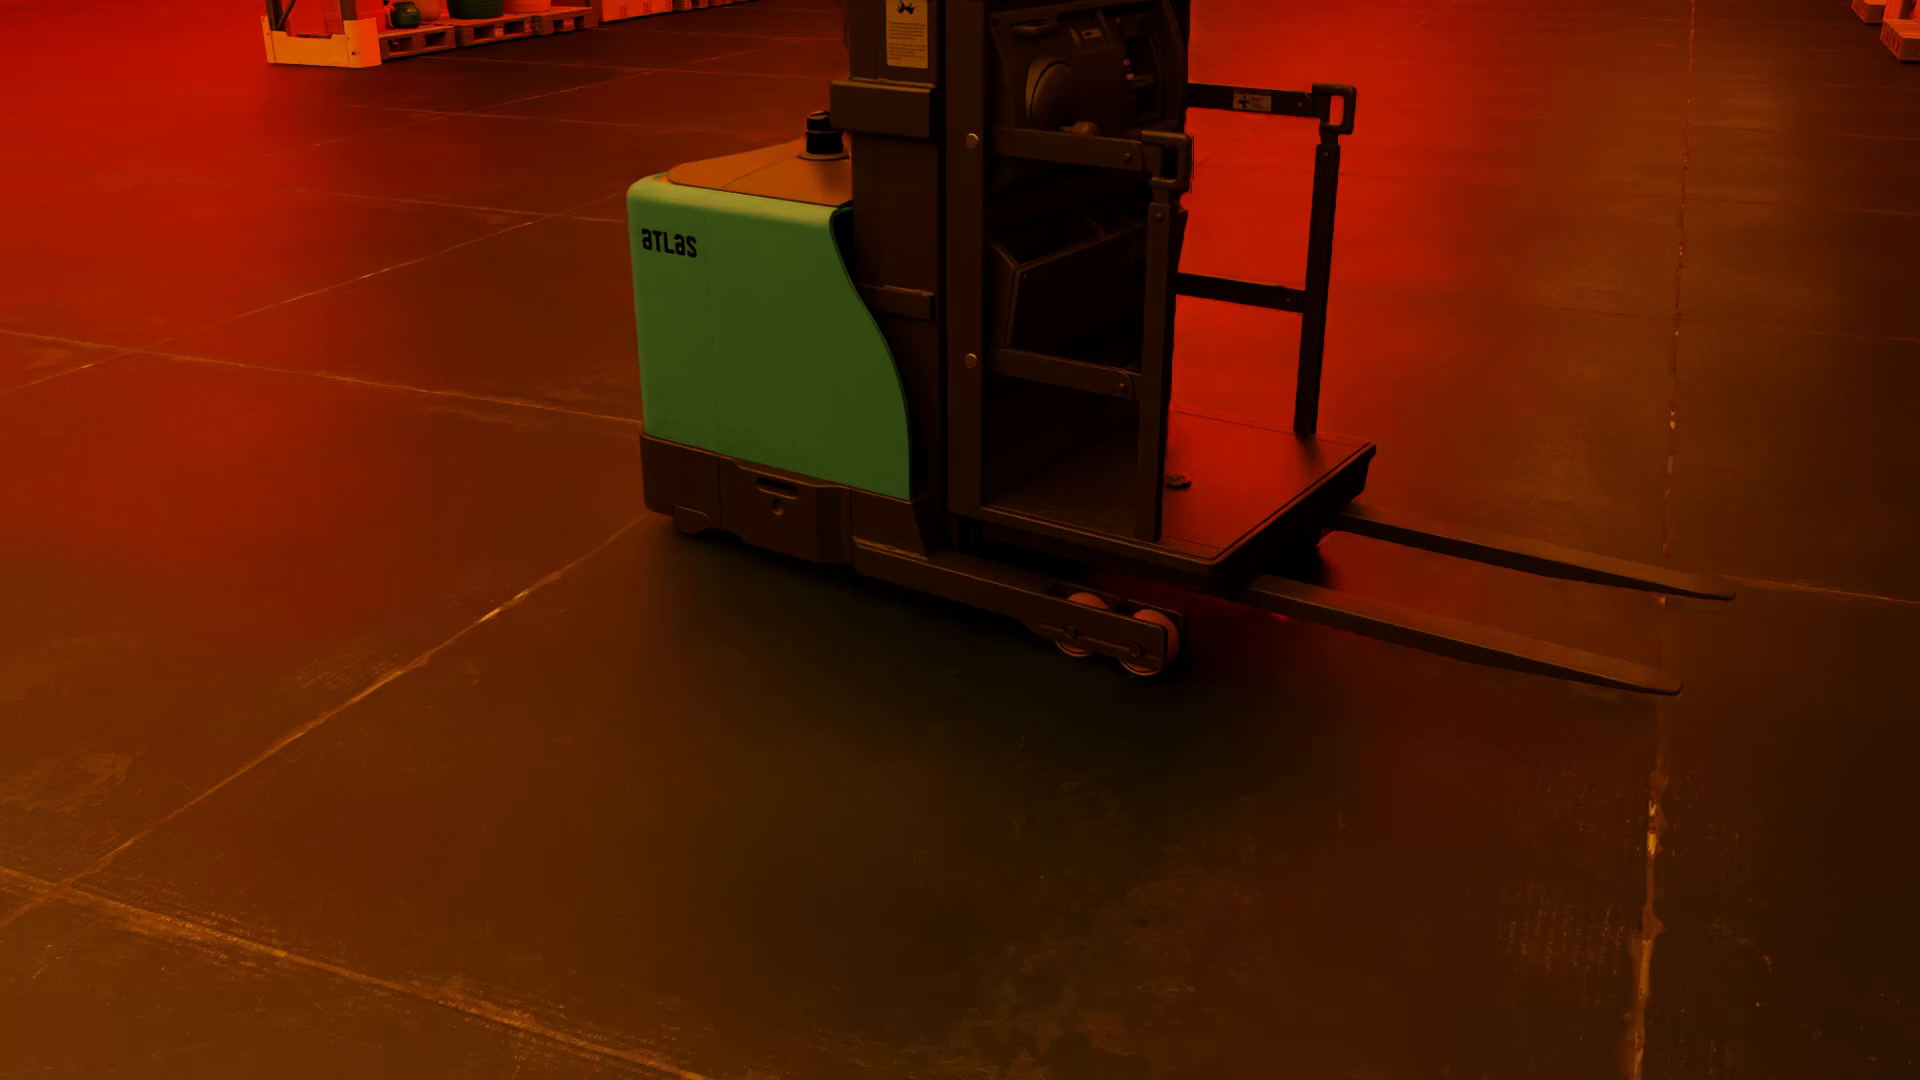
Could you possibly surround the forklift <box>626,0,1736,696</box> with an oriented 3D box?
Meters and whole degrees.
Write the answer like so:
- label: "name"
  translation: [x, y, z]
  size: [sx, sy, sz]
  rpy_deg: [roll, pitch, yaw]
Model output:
- label: "forklift"
  translation: [0.524, -1.237, 4.252]
  size: [3.031, 2.935, 1.130]
  rpy_deg: [15, 27, 31]
